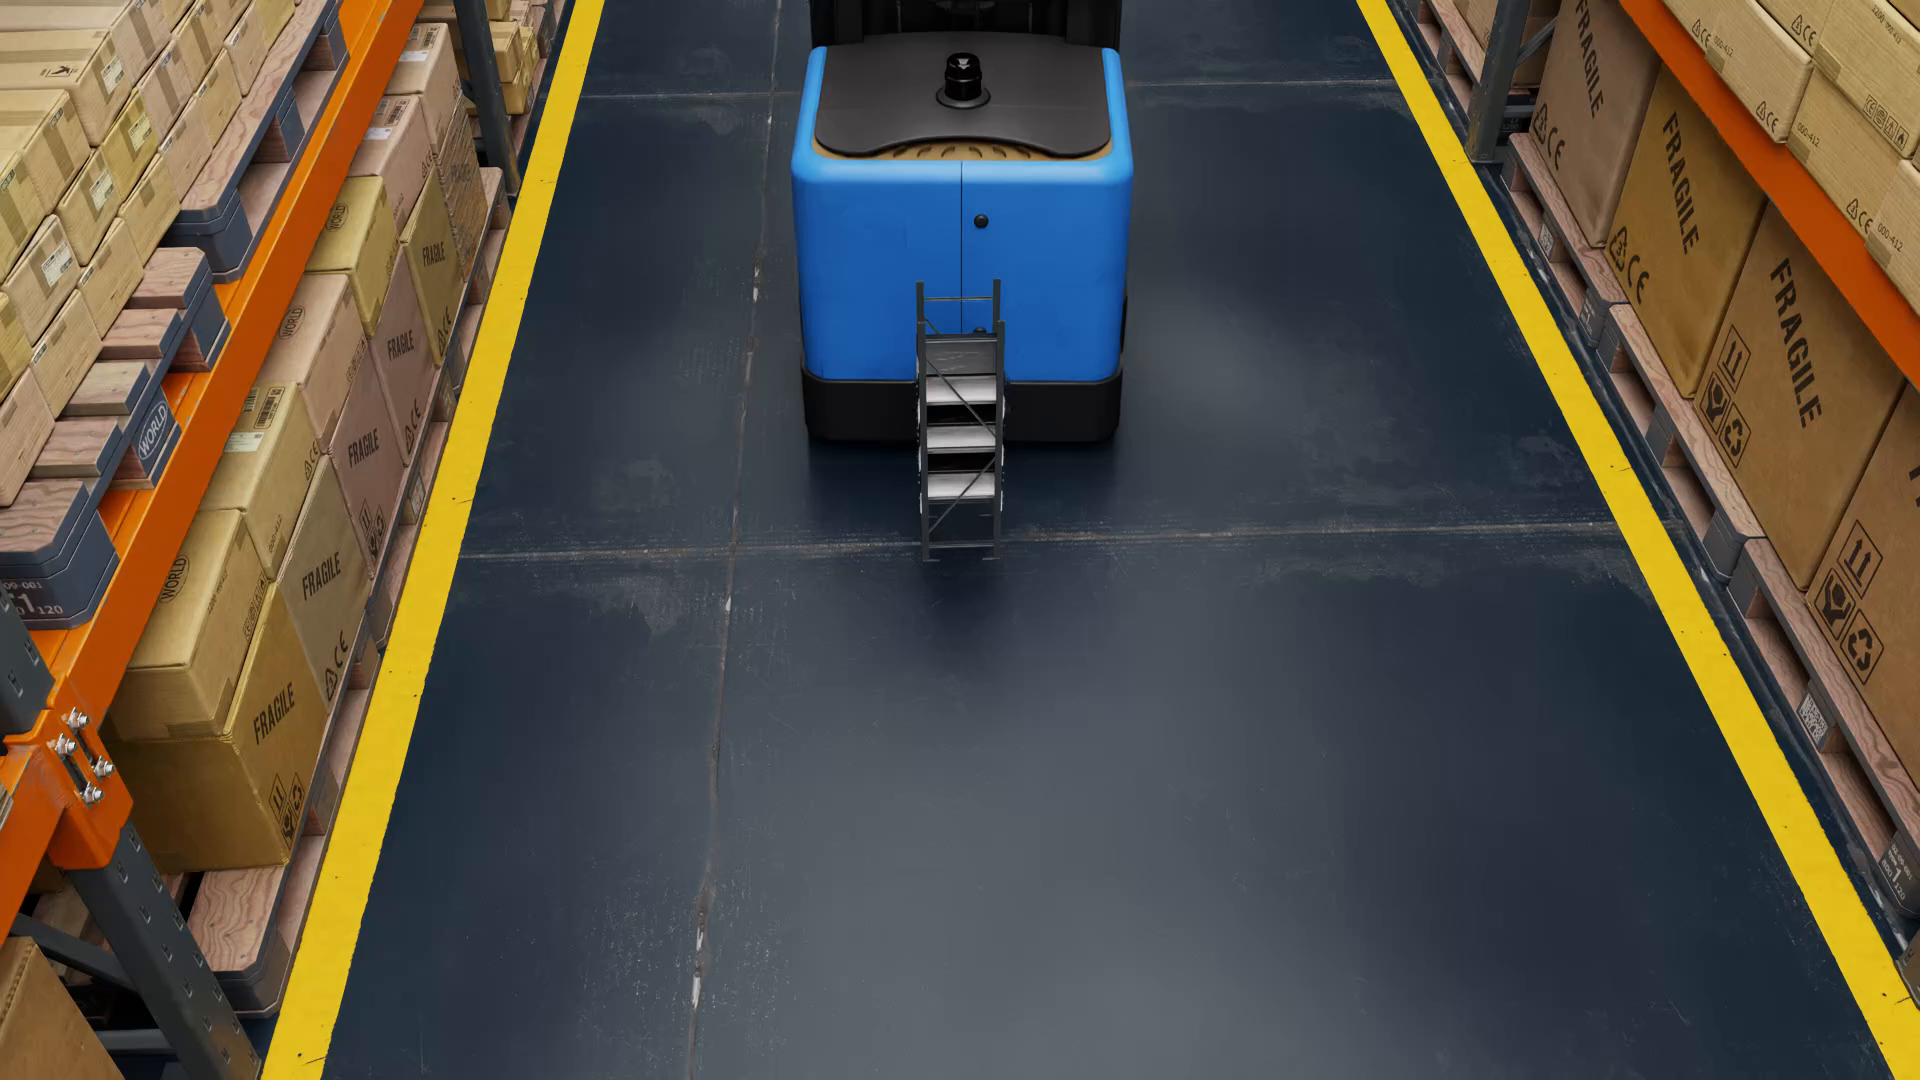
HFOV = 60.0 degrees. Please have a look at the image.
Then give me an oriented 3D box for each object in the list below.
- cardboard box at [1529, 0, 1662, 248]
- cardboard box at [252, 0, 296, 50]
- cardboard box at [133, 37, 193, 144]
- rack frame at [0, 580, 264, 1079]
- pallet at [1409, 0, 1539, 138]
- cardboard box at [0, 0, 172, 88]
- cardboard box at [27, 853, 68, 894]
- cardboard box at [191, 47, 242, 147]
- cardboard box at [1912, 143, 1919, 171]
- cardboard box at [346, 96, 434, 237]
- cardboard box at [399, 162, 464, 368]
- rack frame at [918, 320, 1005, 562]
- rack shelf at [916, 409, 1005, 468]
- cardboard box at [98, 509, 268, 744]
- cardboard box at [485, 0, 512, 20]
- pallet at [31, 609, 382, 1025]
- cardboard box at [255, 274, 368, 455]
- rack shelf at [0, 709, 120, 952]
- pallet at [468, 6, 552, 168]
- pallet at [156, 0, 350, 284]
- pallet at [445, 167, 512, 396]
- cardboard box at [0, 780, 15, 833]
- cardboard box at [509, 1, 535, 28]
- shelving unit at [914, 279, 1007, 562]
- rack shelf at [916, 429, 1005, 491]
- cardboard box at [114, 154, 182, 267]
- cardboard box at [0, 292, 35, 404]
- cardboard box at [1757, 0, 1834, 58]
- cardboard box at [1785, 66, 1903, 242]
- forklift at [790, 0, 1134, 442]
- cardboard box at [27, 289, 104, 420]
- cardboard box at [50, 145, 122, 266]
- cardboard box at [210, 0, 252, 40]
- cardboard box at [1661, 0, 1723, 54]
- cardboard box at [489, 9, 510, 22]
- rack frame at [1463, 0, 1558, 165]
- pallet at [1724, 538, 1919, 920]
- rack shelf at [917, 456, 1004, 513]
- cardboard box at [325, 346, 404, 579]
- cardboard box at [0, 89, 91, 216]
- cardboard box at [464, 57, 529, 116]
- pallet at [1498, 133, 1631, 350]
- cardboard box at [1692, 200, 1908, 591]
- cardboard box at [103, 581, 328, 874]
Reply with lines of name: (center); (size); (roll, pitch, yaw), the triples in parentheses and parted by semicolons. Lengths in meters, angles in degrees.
cardboard box: (2.743, -1.686, 6.131); (0.875, 0.875, 0.875); (0, 43, 0)
cardboard box: (-2.031, -1.441, 4.477); (0.380, 0.149, 0.250); (0, 43, 0)
cardboard box: (-2.003, -1.026, 3.804); (0.380, 0.149, 0.250); (-2, 43, -2)
rack frame: (-2.134, 0.180, 2.834); (1.000, 3.000, 0.127); (-2, 43, -2)
pallet: (2.683, -2.218, 7.514); (1.003, 0.211, 1.213); (-2, 43, -2)
cardboard box: (-2.005, -1.128, 3.695); (0.380, 0.149, 0.250); (0, 43, 0)
cardboard box: (-2.424, 0.510, 4.013); (0.500, 0.500, 0.500); (-2, 43, -2)
cardboard box: (-2.010, -1.085, 4.089); (0.380, 0.149, 0.250); (-1, 43, -1)
cardboard box: (2.507, -0.825, 3.671); (0.500, 0.250, 0.500); (-3, 43, -3)
cardboard box: (-2.012, -1.187, 5.310); (0.500, 0.250, 0.500); (0, 43, 0)
cardboard box: (-2.000, -0.915, 5.567); (0.500, 0.500, 0.500); (-3, 43, -3)
rack frame: (0.004, -0.269, 4.877); (0.240, 0.900, 0.006); (-2, 43, -2)
rack shelf: (0.000, -0.313, 4.974); (0.258, 0.077, 0.200); (-2, 43, -2)
cardboard box: (-1.922, 0.198, 3.799); (0.500, 0.250, 0.500); (-3, 43, -4)
cardboard box: (-2.064, -2.270, 6.865); (0.380, 0.149, 0.250); (0, 43, 0)
pallet: (-2.166, 0.680, 4.352); (1.003, 0.211, 1.213); (-2, 43, -2)
cardboard box: (-1.952, -0.479, 4.537); (0.500, 0.250, 0.500); (-1, 43, -1)
rack shelf: (-2.049, 1.795, 1.604); (1.077, 0.370, 4.000); (-2, 43, -2)
pallet: (-2.368, -1.945, 7.216); (1.003, 0.211, 1.213); (-2, 43, -2)
pallet: (-2.259, -1.085, 4.355); (1.003, 0.211, 1.213); (-2, 43, -2)
pallet: (-2.270, -0.967, 6.149); (1.003, 0.211, 1.213); (-2, 43, -2)
cardboard box: (-1.847, 0.439, 2.477); (0.500, 0.500, 0.500); (-2, 43, -2)
cardboard box: (-2.073, -2.225, 7.257); (0.380, 0.149, 0.250); (-2, 43, -2)
shelving unit: (0.000, -0.337, 4.952); (0.258, 0.900, 0.210); (-2, 43, -2)
rack shelf: (0.000, -0.246, 5.035); (0.258, 0.077, 0.200); (-2, 43, -2)
cardboard box: (-1.988, -0.736, 3.708); (0.380, 0.149, 0.250); (0, 43, 0)
cardboard box: (-1.954, -0.324, 3.038); (0.380, 0.149, 0.250); (0, 43, 0)
cardboard box: (2.443, -1.521, 4.430); (0.500, 0.250, 0.500); (-3, 43, -3)
cardboard box: (2.483, -0.994, 4.225); (0.500, 0.250, 0.500); (-2, 43, -2)
forklift: (0.023, -2.378, 5.675); (1.130, 2.935, 3.031); (0, 43, 1)
cardboard box: (-1.963, -0.371, 3.310); (0.380, 0.149, 0.250); (0, 43, 0)
cardboard box: (-1.983, -0.687, 3.435); (0.380, 0.149, 0.250); (-3, 43, -3)
cardboard box: (-2.026, -1.375, 4.186); (0.380, 0.149, 0.250); (0, 43, 0)
cardboard box: (2.421, -1.675, 4.969); (0.500, 0.250, 0.500); (-2, 43, -2)
cardboard box: (-2.100, -2.156, 6.961); (0.380, 0.149, 0.250); (-1, 43, -1)
rack frame: (2.637, -2.731, 6.009); (1.000, 3.000, 0.127); (-2, 43, -2)
pallet: (2.849, 0.463, 4.588); (1.003, 0.211, 1.213); (-2, 43, -2)
rack shelf: (0.000, -0.180, 5.096); (0.258, 0.077, 0.200); (-2, 43, -2)
cardboard box: (-1.961, -0.224, 4.814); (0.500, 0.500, 0.500); (-3, 43, -3)
cardboard box: (-1.981, -0.766, 3.301); (0.380, 0.149, 0.250); (-2, 43, -2)
cardboard box: (-1.999, -1.879, 6.879); (0.380, 0.149, 0.250); (-3, 43, -4)
pallet: (2.745, -1.184, 6.386); (1.003, 0.211, 1.213); (-2, 43, -2)
cardboard box: (2.827, -0.473, 4.808); (0.875, 0.875, 0.875); (-1, 43, -1)
cardboard box: (-1.910, 0.462, 4.065); (0.500, 0.500, 0.500); (-3, 43, -4)
